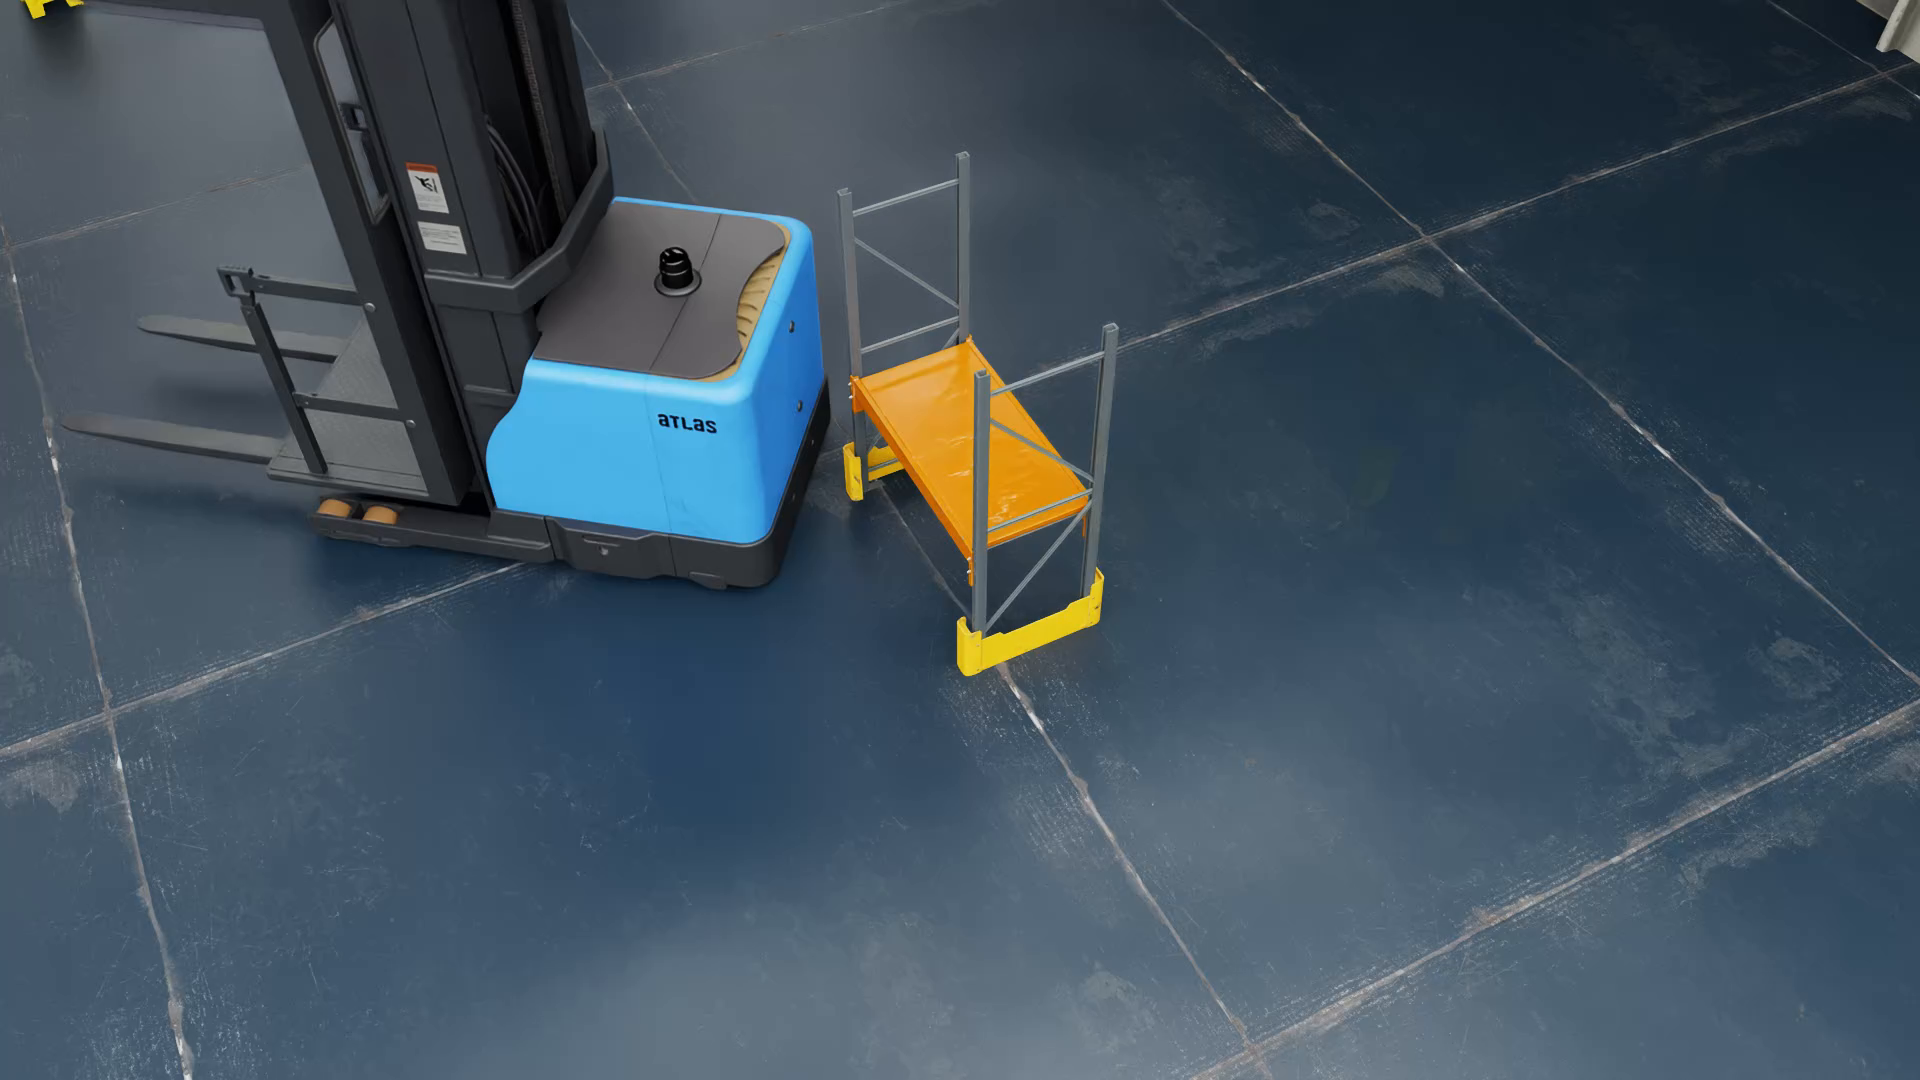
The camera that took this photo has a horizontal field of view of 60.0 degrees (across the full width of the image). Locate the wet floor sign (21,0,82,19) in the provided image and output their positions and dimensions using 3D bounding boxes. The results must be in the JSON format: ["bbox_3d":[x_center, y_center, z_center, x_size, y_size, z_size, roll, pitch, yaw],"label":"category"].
[{"bbox_3d":[-5.060,-3.207,9.019,0.267,0.644,0.232,-30,55,-23],"label":"wet floor sign"}]

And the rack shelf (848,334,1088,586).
[{"bbox_3d":[0.039,-0.318,6.164,0.538,0.185,1.000,-21,52,-18],"label":"rack shelf"}]

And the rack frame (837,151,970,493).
[{"bbox_3d":[-0.194,-0.777,6.326,0.500,1.500,0.032,-21,52,-18],"label":"rack frame"}]

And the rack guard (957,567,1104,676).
[{"bbox_3d":[0.263,0.302,6.212,0.587,0.250,0.087,-21,52,-18],"label":"rack guard"}]

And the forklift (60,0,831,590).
[{"bbox_3d":[-2.111,-1.323,5.852,3.031,2.935,1.130,8,49,7],"label":"forklift"}]

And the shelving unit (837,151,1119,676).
[{"bbox_3d":[-3.462,-5.656,10.394,0.587,1.800,16.366,-21,52,-18],"label":"shelving unit"}]

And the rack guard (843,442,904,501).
[{"bbox_3d":[-0.193,-0.365,6.795,0.587,0.250,0.087,-21,52,-18],"label":"rack guard"}]

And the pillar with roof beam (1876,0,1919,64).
[{"bbox_3d":[1.334,-4.058,4.213,9.100,9.000,0.400,-21,52,-18],"label":"pillar with roof beam"}]

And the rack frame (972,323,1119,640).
[{"bbox_3d":[-3.455,-5.662,10.399,0.520,1.800,16.358,-21,52,-18],"label":"rack frame"}]
